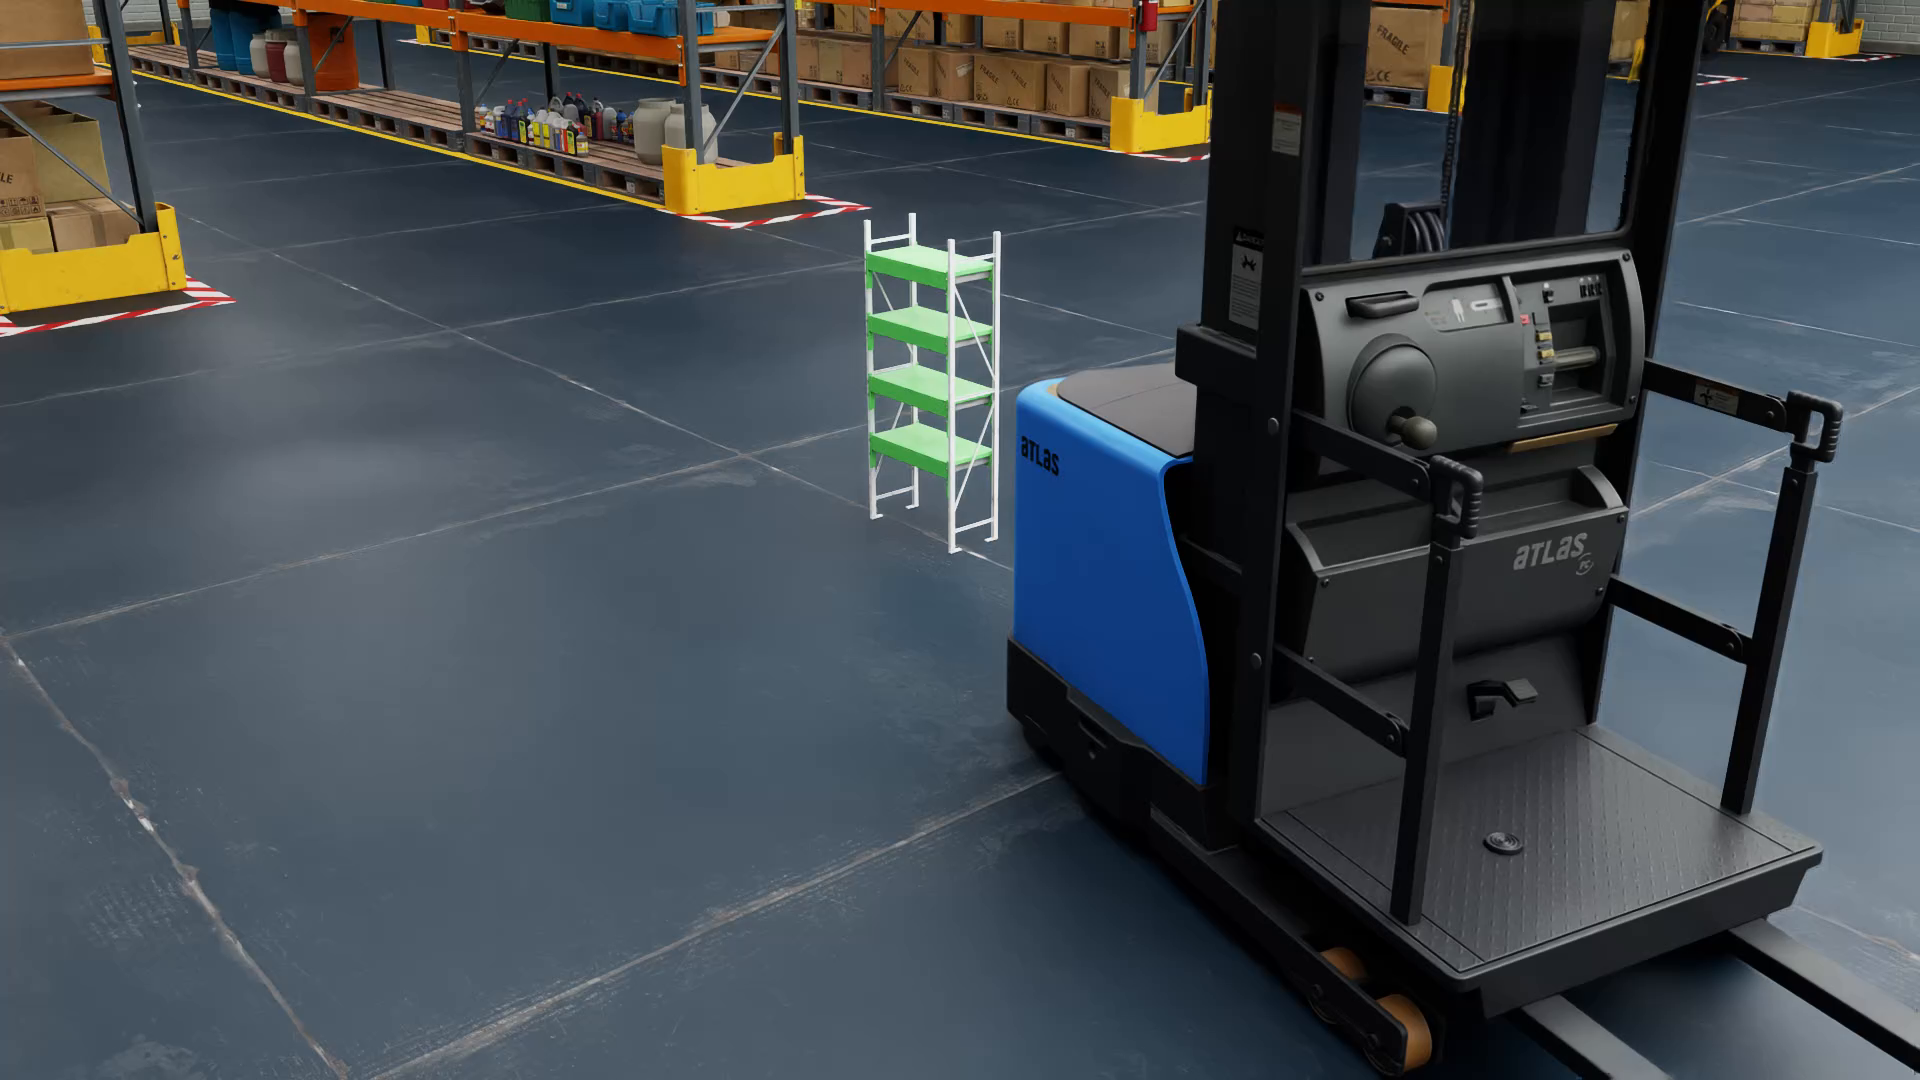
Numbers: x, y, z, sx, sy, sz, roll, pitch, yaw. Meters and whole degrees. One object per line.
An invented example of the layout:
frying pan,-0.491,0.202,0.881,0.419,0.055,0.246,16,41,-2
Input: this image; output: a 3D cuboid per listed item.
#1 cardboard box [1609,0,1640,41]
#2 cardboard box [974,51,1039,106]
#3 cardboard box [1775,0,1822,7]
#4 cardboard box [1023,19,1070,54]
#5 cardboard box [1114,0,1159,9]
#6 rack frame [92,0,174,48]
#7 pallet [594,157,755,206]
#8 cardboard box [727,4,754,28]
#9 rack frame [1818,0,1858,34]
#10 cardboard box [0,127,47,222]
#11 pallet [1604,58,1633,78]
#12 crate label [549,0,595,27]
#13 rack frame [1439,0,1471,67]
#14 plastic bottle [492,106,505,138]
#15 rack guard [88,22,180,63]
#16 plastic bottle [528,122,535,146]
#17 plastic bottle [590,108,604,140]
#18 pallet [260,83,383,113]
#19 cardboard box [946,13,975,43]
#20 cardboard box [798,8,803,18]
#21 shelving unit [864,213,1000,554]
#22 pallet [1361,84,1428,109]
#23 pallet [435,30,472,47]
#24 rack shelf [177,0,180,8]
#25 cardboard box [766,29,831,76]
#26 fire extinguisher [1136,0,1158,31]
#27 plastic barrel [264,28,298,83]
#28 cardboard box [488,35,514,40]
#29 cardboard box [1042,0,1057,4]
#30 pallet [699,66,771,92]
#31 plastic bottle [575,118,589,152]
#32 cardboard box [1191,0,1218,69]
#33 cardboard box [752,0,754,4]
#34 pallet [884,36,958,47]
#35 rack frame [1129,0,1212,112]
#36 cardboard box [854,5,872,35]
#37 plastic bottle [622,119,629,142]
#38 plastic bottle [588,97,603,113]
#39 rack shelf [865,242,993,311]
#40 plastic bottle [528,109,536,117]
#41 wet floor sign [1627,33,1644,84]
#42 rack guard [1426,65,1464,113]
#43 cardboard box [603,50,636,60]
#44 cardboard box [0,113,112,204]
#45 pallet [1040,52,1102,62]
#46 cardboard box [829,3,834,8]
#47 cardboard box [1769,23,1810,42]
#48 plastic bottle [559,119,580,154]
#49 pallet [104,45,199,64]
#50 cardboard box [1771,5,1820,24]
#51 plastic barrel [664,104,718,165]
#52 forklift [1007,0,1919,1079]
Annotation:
cardboard box,8.824,-7.058,22.557,0.500,0.500,0.500,-17,27,-37
cardboard box,0.501,-4.982,17.943,0.500,0.500,0.500,19,29,40
cardboard box,12.766,-8.250,25.259,0.500,0.250,0.500,-16,27,-36
cardboard box,1.541,-7.356,23.660,1.050,0.750,0.750,-17,27,-37
cardboard box,1.695,-5.188,15.960,0.380,0.149,0.250,-17,27,-37
rack frame,-12.159,-8.516,24.115,1.000,3.000,0.127,-17,27,-37
pallet,-2.326,-3.033,13.938,1.003,0.211,1.213,-17,27,-37
cardboard box,-2.725,-6.697,21.266,0.500,0.250,0.500,-16,27,-35
rack frame,13.303,-8.817,24.881,1.000,3.000,0.127,-17,27,-37
cardboard box,-6.045,-2.259,10.306,0.500,0.500,0.500,-17,27,-37
pallet,8.992,-6.589,23.019,1.003,0.211,1.213,-17,27,-37
crate label,-3.121,-4.556,13.956,0.502,0.435,0.616,-17,27,-37
rack frame,5.861,-6.428,18.782,1.000,3.000,0.127,-17,27,-37
plastic bottle,-4.218,-3.862,15.364,0.152,0.276,0.135,-16,27,-36
rack guard,-12.184,-7.356,24.580,1.175,0.500,0.348,-17,27,-37
plastic bottle,-3.823,-3.645,14.911,0.097,0.201,0.097,0,21,0
plastic bottle,-3.328,-3.818,15.241,0.061,0.283,0.133,-17,27,-37
pallet,-7.483,-5.216,19.511,1.003,0.211,1.213,-17,27,-37
cardboard box,0.011,-7.789,25.110,0.500,0.500,0.500,-18,27,-38
cardboard box,-2.605,-8.833,27.848,0.380,0.149,0.250,-19,28,-40
shelving unit,-0.108,-0.604,6.382,0.258,1.200,0.503,-17,27,-37
pallet,5.280,-5.332,19.807,1.003,0.211,1.213,-17,27,-37
pallet,-7.826,-8.195,27.117,1.003,0.211,1.213,-17,27,-37
rack shelf,-10.853,-7.629,22.835,1.077,0.370,4.000,-17,27,-37
cardboard box,-1.985,-6.041,20.618,0.700,0.500,0.500,-15,26,-33
fire extinguisher,1.763,-5.098,15.492,0.296,0.674,0.183,-17,27,-37
plastic barrel,-8.006,-5.822,19.966,0.600,0.588,0.708,-17,27,-37
cardboard box,-6.753,-8.247,25.763,0.875,0.875,0.875,-17,27,-37
cardboard box,1.047,-5.465,16.669,0.380,0.149,0.250,-17,27,-37
pallet,-2.676,-5.971,21.438,1.003,0.211,1.213,-17,27,-37
plastic bottle,-3.309,-3.541,14.532,0.061,0.283,0.133,-17,27,-37
cardboard box,3.607,-6.549,21.428,0.875,0.875,0.875,-17,27,-37
cardboard box,-3.388,-9.362,28.792,0.380,0.149,0.250,-17,27,-37
pallet,-0.662,-7.893,26.346,1.003,0.211,1.213,-17,27,-37
rack frame,2.037,-5.275,15.839,1.000,3.000,0.127,-17,27,-37
cardboard box,-1.344,-8.362,26.571,0.500,0.500,0.500,-16,26,-35
plastic bottle,-3.016,-3.723,15.109,0.097,0.201,0.097,0,21,0
plastic bottle,-3.351,-3.921,15.410,0.144,0.351,0.185,-18,27,-38
rack shelf,-0.108,-0.992,6.230,0.258,0.148,0.480,-17,27,-37
plastic bottle,-3.927,-3.802,15.217,0.097,0.271,0.097,0,21,0
wet floor sign,8.858,-6.231,21.507,0.267,0.644,0.232,-8,23,-19
rack guard,5.876,-5.257,19.221,1.175,0.500,0.348,-17,27,-37
cardboard box,-4.195,-7.135,22.926,1.225,0.875,0.875,-17,27,-37
cardboard box,-5.979,-2.521,10.973,0.500,0.500,0.500,-17,27,-37
pallet,1.888,-6.767,23.472,1.003,0.211,1.213,-17,27,-37
cardboard box,-2.040,-9.033,27.950,0.380,0.149,0.250,-16,27,-35
cardboard box,12.757,-7.787,25.446,0.500,0.250,0.500,-17,27,-37
plastic bottle,-3.390,-3.512,14.468,0.152,0.276,0.135,-17,27,-37
pallet,-11.650,-6.981,24.018,1.003,0.211,1.213,-17,27,-37
cardboard box,12.748,-8.025,25.368,0.500,0.250,0.500,-18,28,-38
plastic barrel,-2.202,-3.297,13.623,0.421,0.512,0.421,0,21,0
forklift,1.252,-0.405,3.499,1.130,2.935,3.031,-10,24,-25
